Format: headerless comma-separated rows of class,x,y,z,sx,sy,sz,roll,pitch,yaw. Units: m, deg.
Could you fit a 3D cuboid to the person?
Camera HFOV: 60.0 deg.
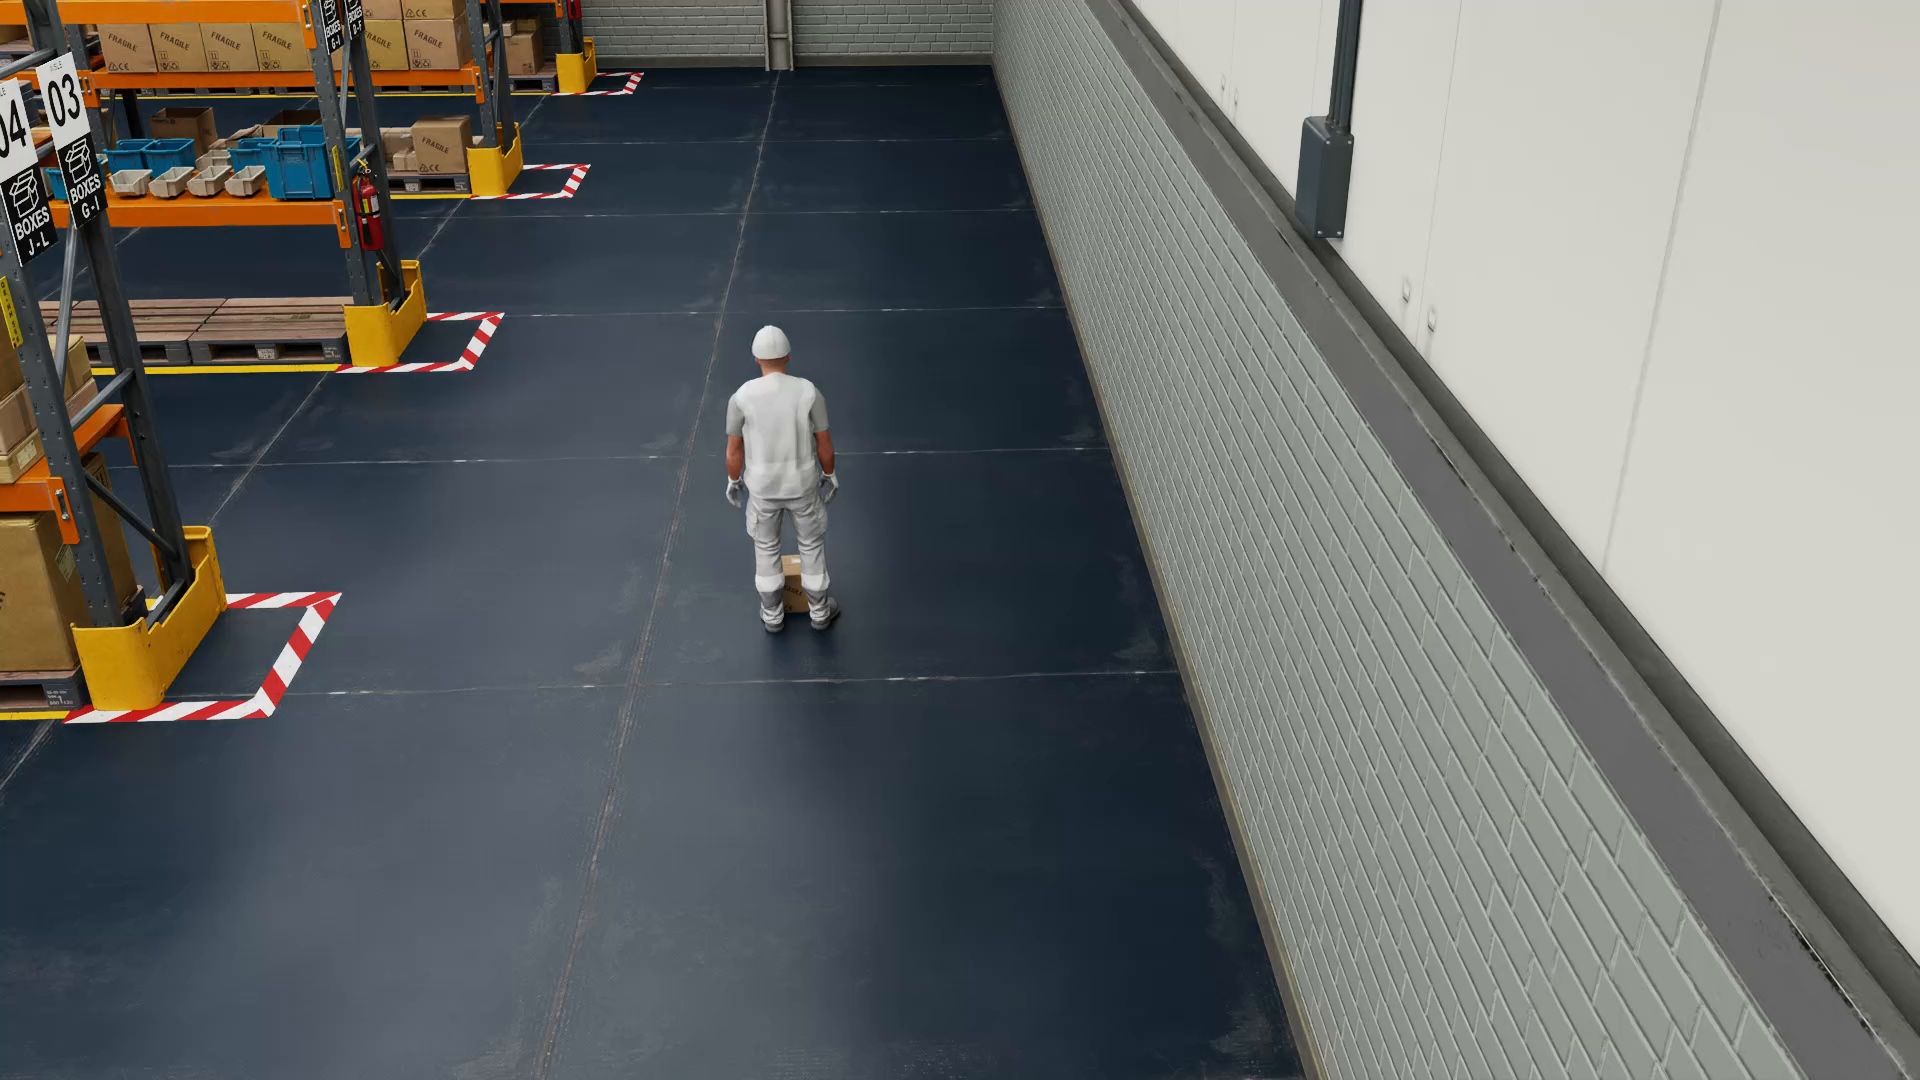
person,-0.985,-0.319,9.218,0.623,1.780,0.446,-2,27,-5
